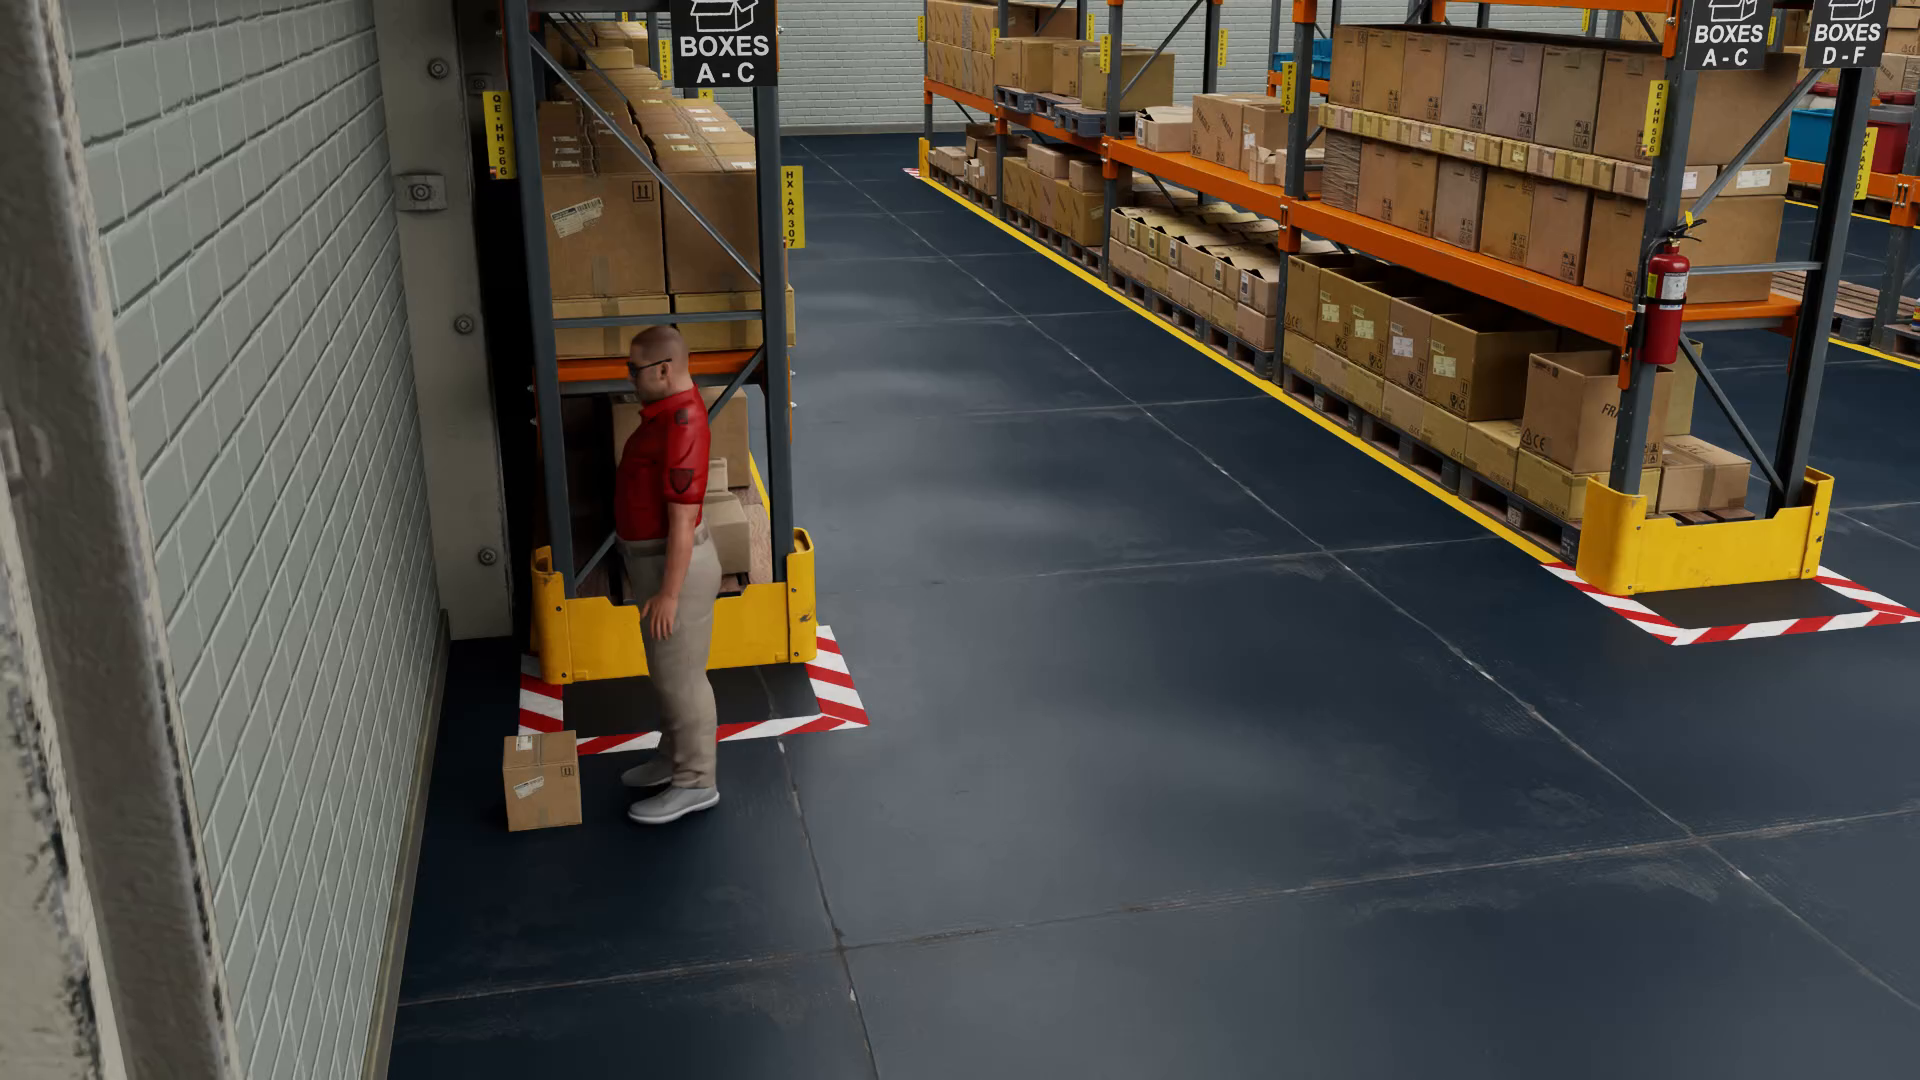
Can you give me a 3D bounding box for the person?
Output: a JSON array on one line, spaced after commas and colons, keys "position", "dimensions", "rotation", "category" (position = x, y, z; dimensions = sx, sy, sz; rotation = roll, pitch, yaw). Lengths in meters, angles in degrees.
[{"position": [-1.027, 0.131, 5.738], "dimensions": [0.402, 1.760, 0.546], "rotation": [-4, 20, -12], "category": "person"}]
